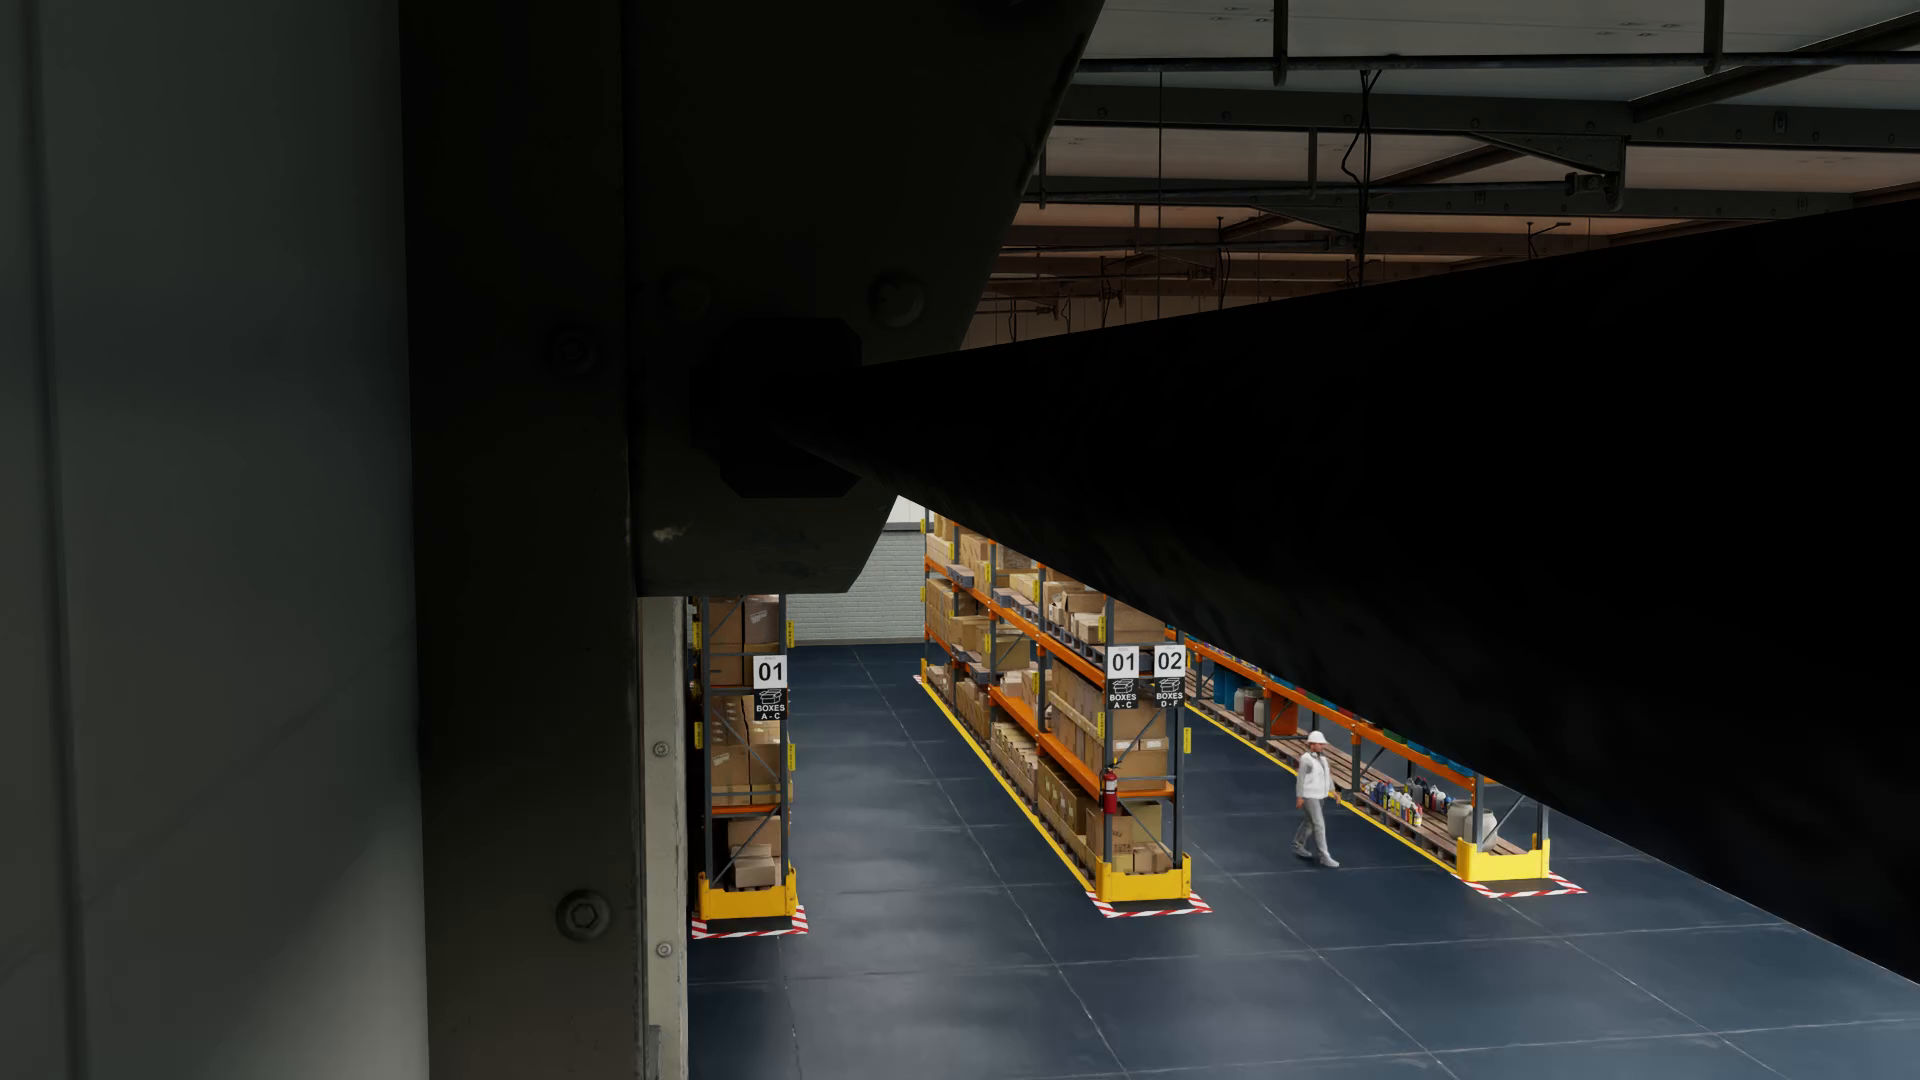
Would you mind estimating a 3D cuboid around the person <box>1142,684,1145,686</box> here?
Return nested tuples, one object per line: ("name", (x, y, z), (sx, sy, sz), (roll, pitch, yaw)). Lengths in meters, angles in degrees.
("person", (2.912, 2.979, 28.322), (0.561, 1.694, 0.890), (0, 5, -3))

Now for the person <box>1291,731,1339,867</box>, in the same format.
("person", (4.846, 3.466, 22.470), (0.860, 1.739, 0.585), (4, 6, 39))

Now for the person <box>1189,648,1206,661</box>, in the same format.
("person", (5.388, 2.051, 39.388), (0.920, 1.614, 0.465), (1, 5, 14))
